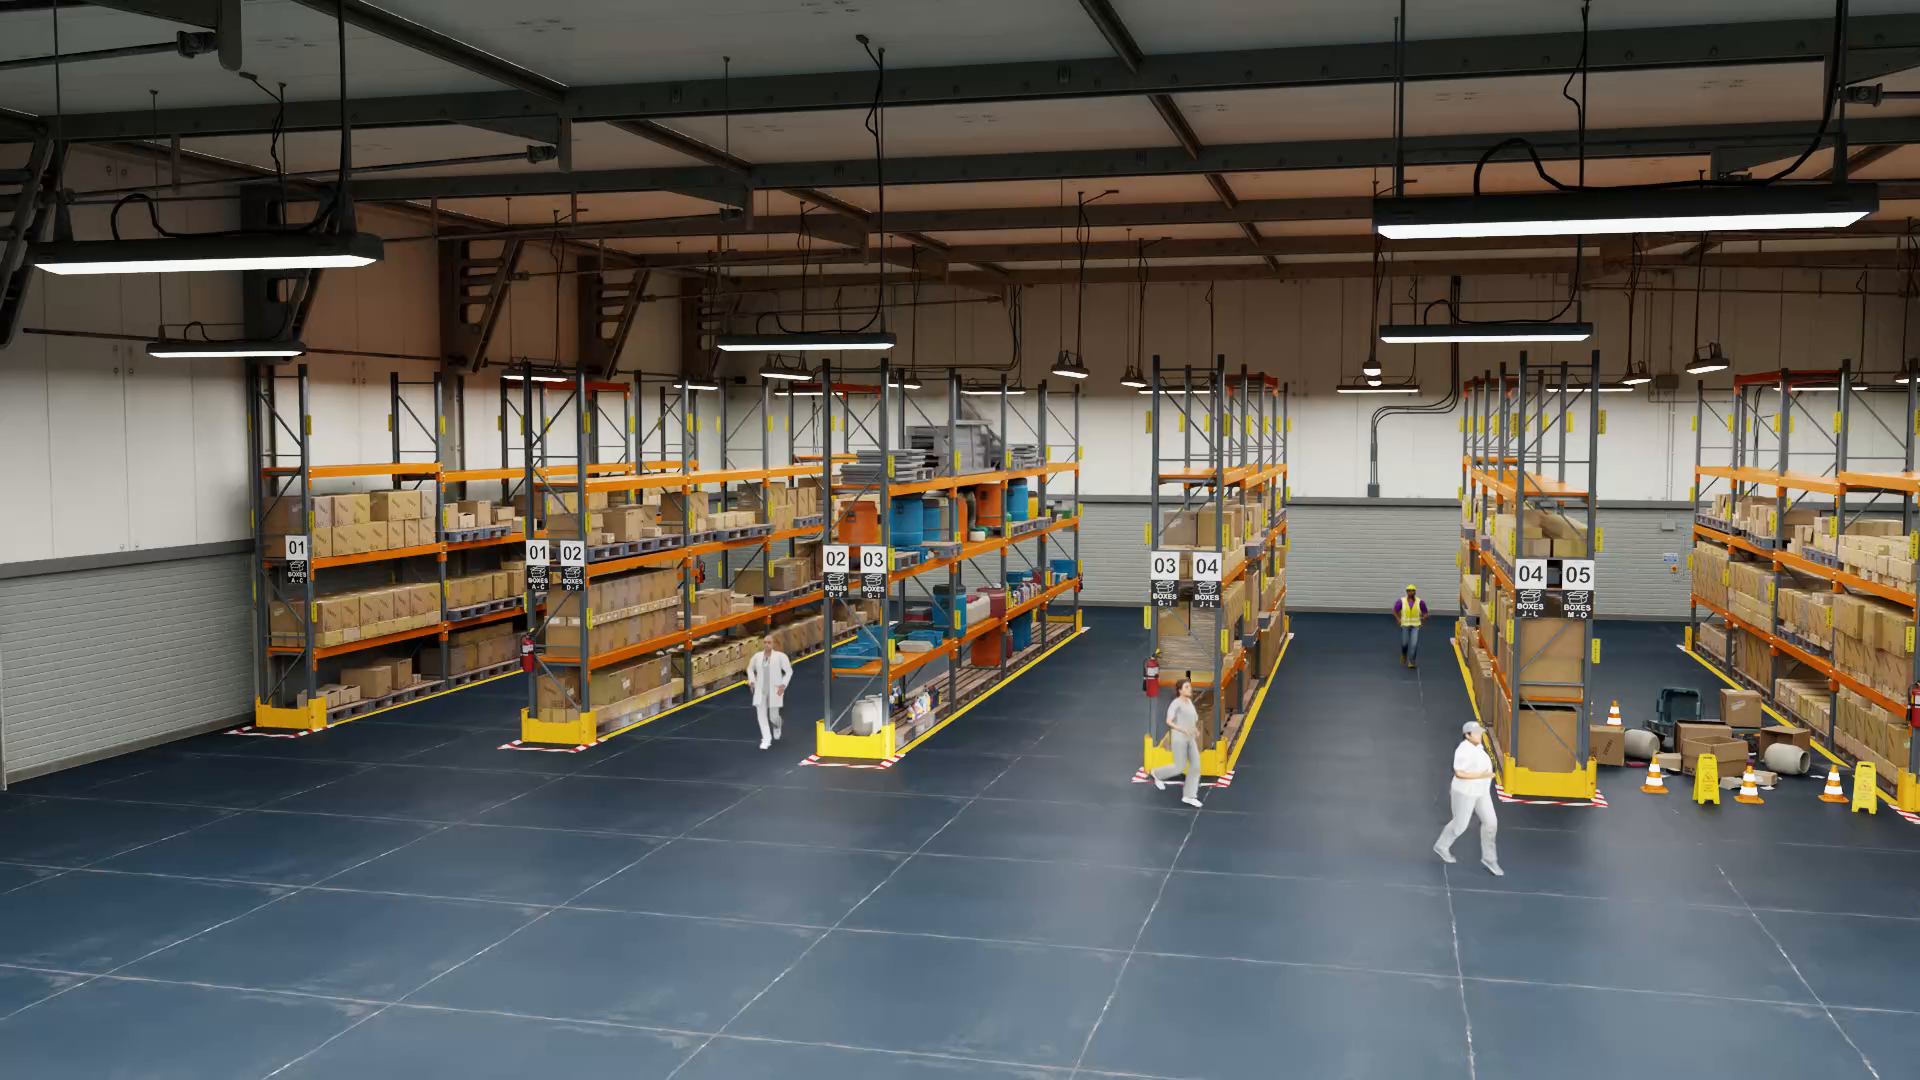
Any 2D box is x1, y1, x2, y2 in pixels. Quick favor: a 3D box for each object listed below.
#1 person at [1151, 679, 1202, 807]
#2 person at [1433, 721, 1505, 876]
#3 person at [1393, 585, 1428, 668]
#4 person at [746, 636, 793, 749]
[{"bbox_3d":[2.936,2.668,22.121,0.570,1.662,0.827,-4,5,-44],"label":"person"},{"bbox_3d":[5.718,2.885,18.715,0.593,1.722,0.816,-3,5,-38],"label":"person"},{"bbox_3d":[9.306,1.776,34.331,0.699,1.719,0.605,1,4,12],"label":"person"},{"bbox_3d":[-2.972,2.445,25.878,0.741,1.523,0.742,0,4,7],"label":"person"}]
